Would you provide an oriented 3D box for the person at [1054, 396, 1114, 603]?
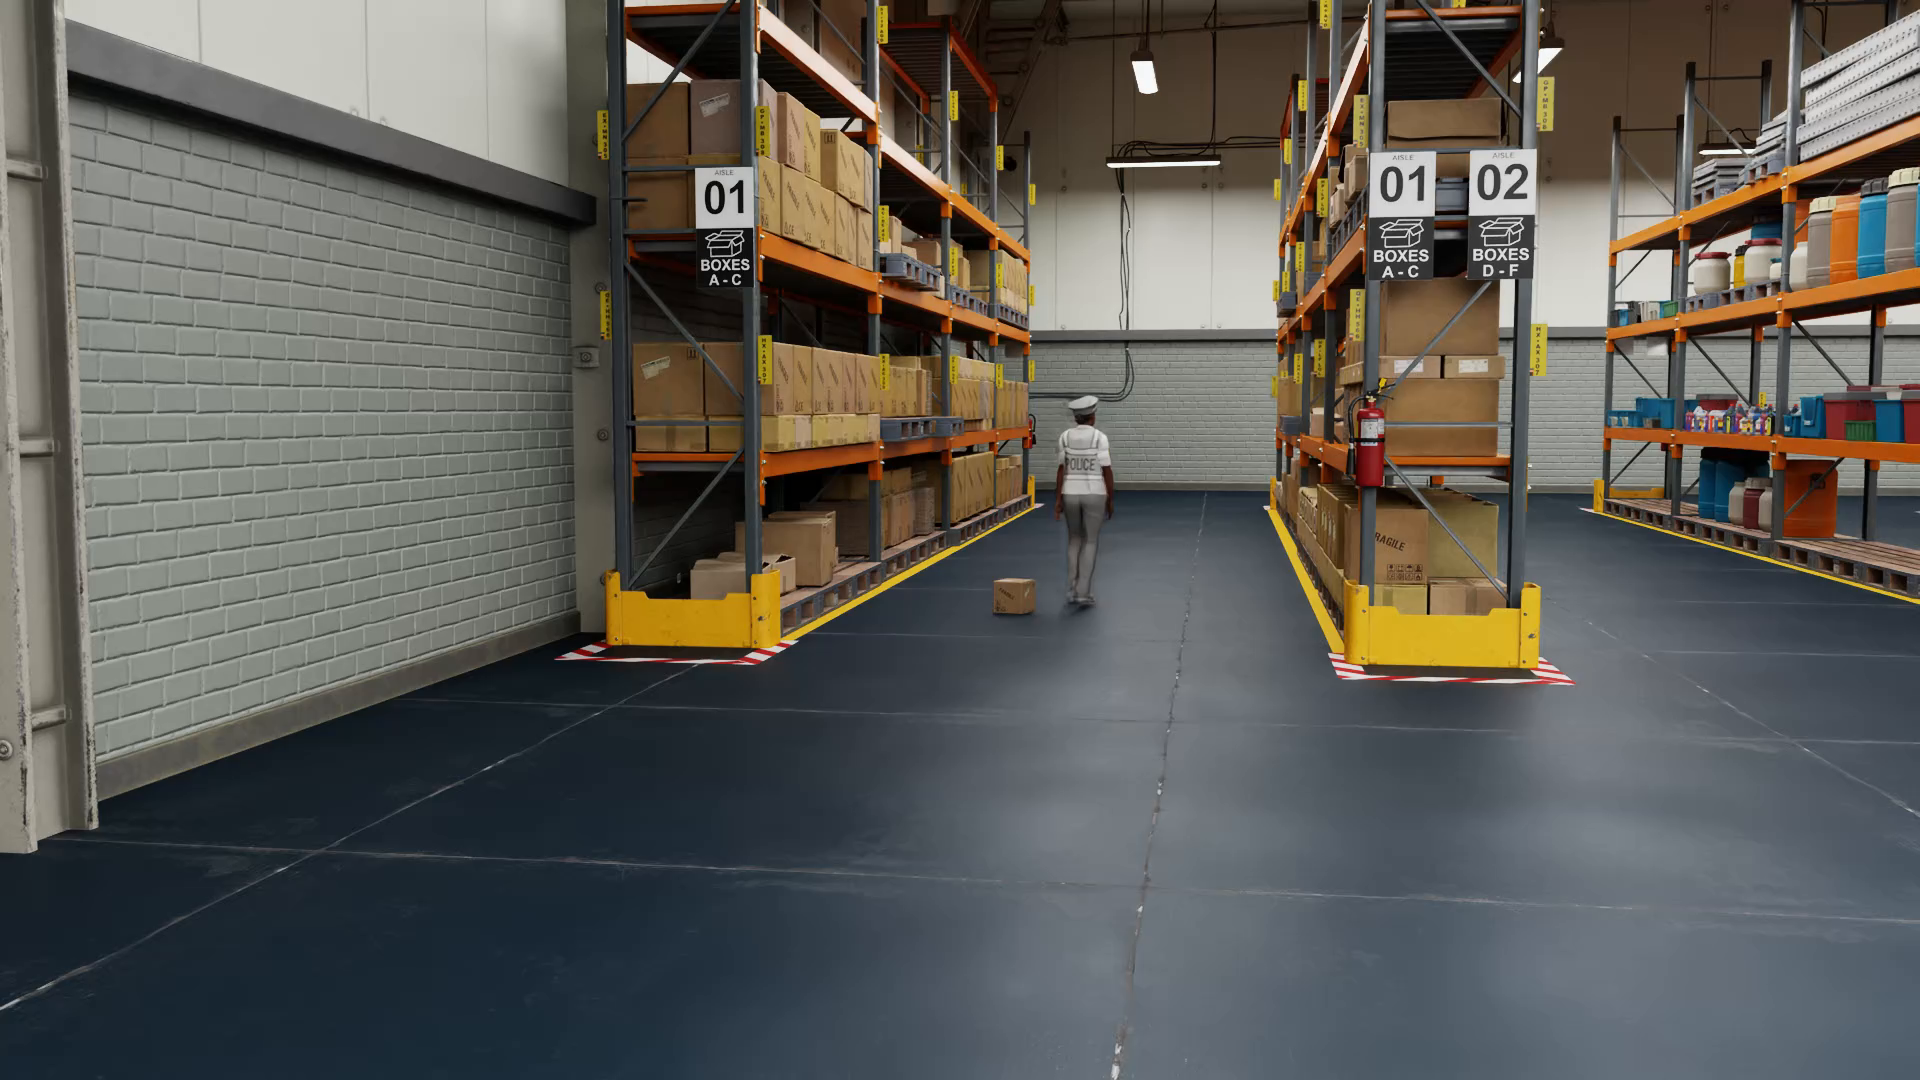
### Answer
[{"bbox_3d":[1.032,-0.311,13.601,0.479,1.733,0.484,2,5,25],"label":"person"}]
